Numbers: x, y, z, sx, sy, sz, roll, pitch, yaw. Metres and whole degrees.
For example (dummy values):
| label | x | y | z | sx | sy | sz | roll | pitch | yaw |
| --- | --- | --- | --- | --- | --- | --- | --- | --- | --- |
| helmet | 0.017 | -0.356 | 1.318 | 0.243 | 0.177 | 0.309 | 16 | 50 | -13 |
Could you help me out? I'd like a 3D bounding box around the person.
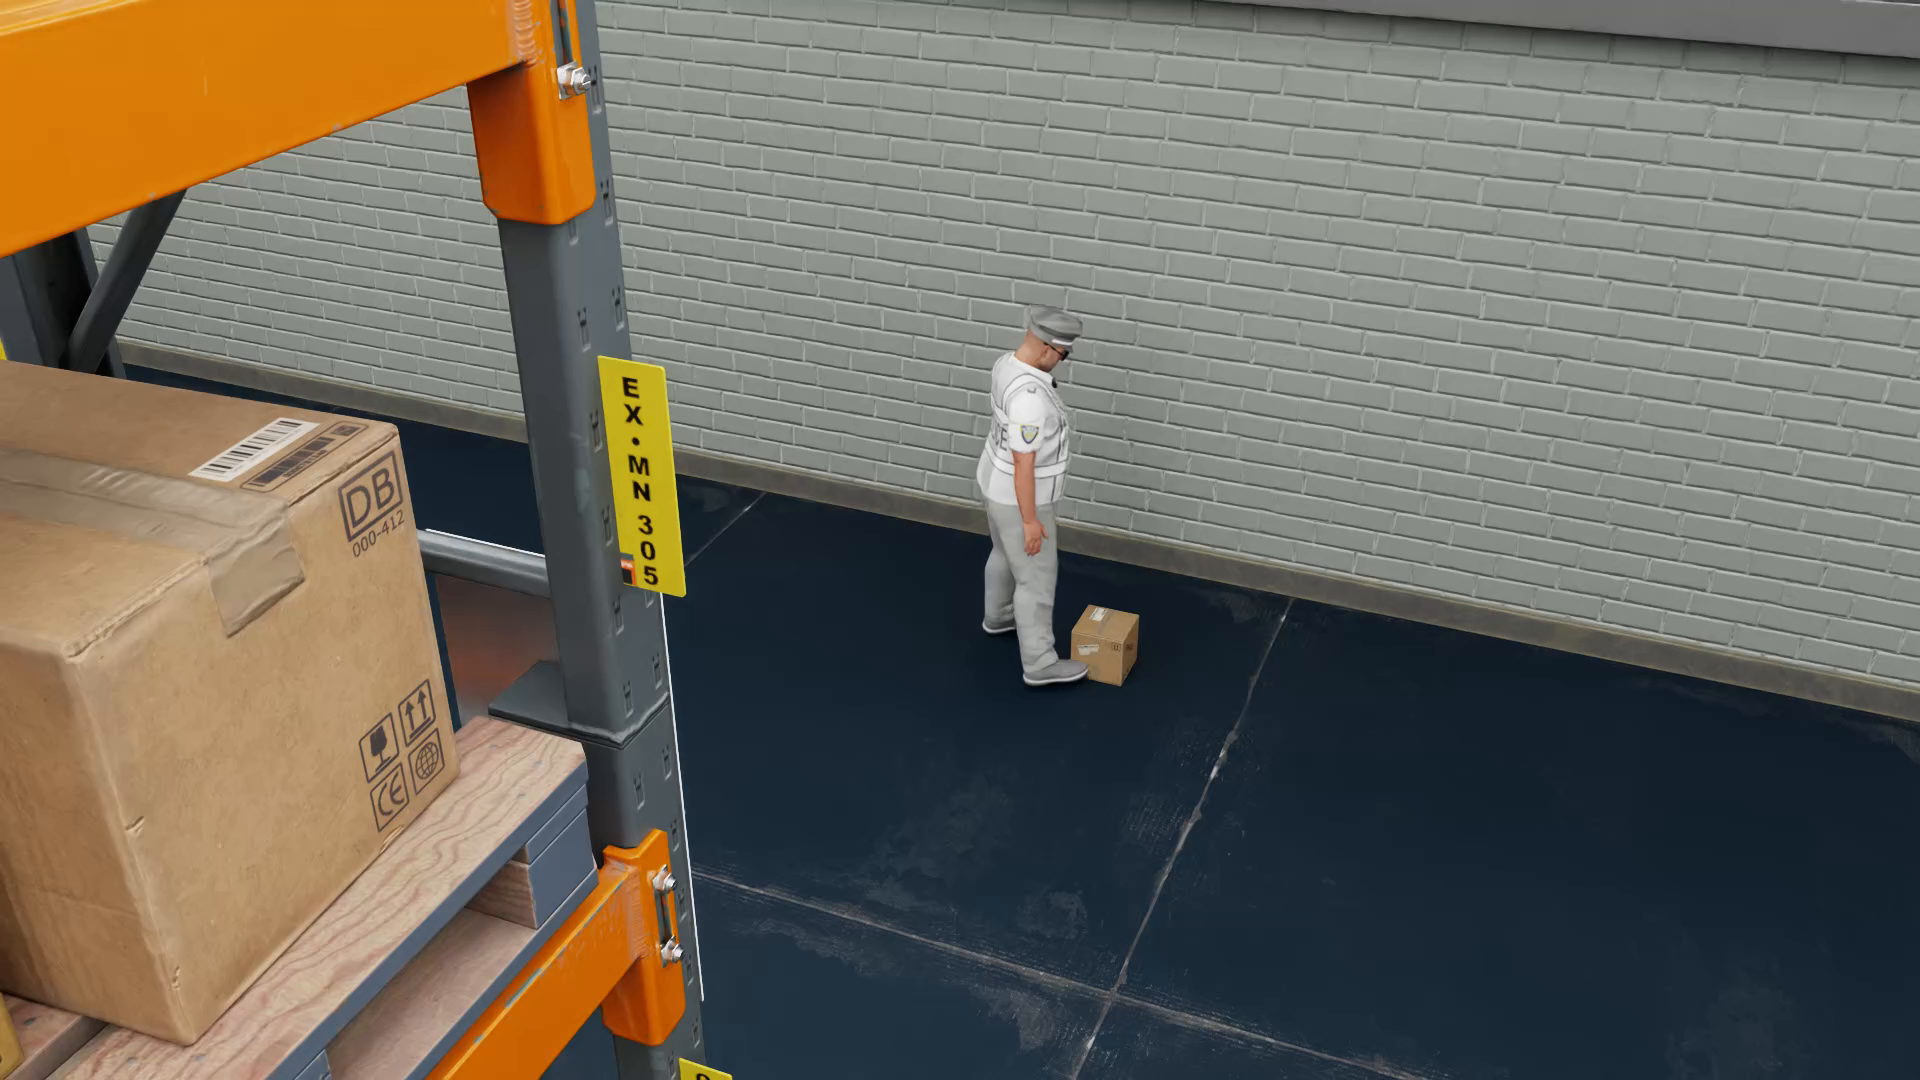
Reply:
| label | x | y | z | sx | sy | sz | roll | pitch | yaw |
| --- | --- | --- | --- | --- | --- | --- | --- | --- | --- |
| person | 0.327 | -0.215 | 7.491 | 0.492 | 1.740 | 0.657 | -4 | 30 | -8 |
